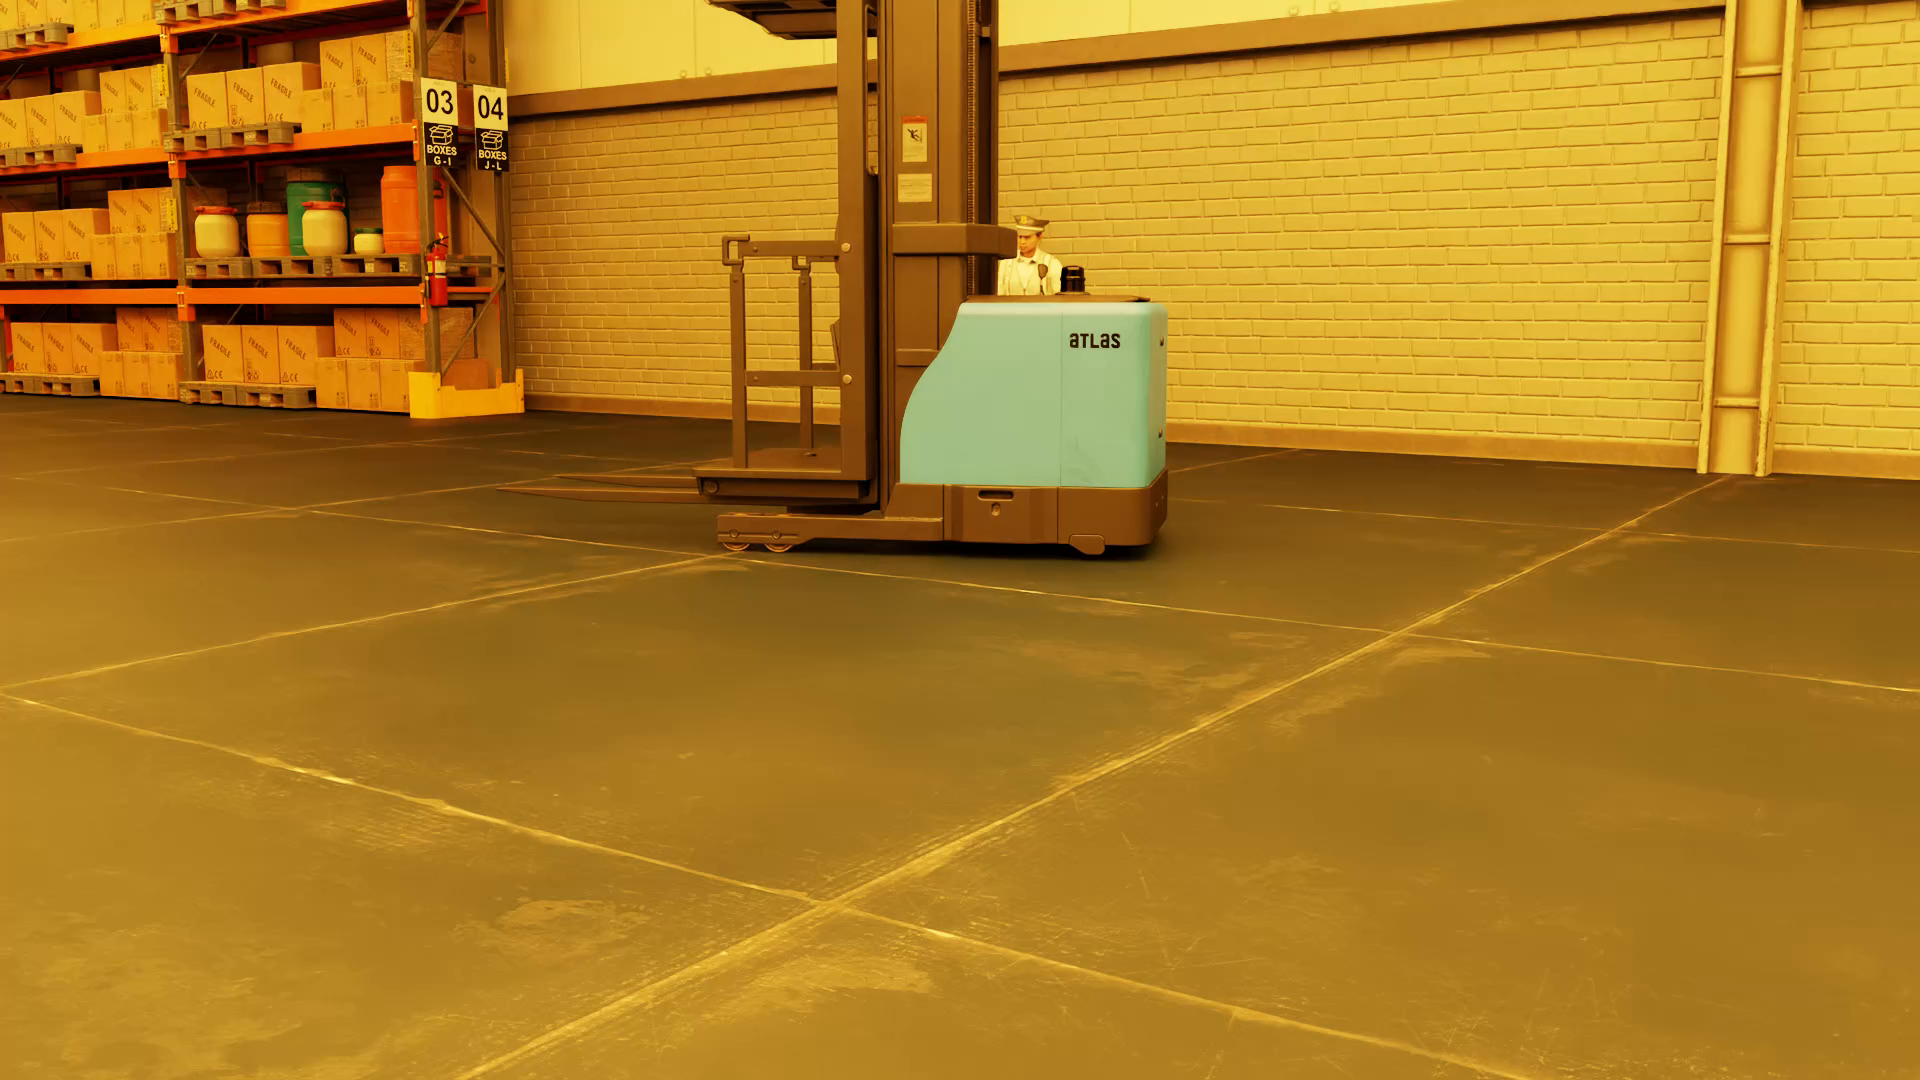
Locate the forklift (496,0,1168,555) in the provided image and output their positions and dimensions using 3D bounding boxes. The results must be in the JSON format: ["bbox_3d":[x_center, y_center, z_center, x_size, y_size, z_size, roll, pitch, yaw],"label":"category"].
[{"bbox_3d":[-0.596,-1.469,7.520,3.031,2.935,1.130,2,8,12],"label":"forklift"}]

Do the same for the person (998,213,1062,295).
[{"bbox_3d":[0.468,-1.357,11.255,0.633,1.670,0.417,2,8,12],"label":"person"}]
